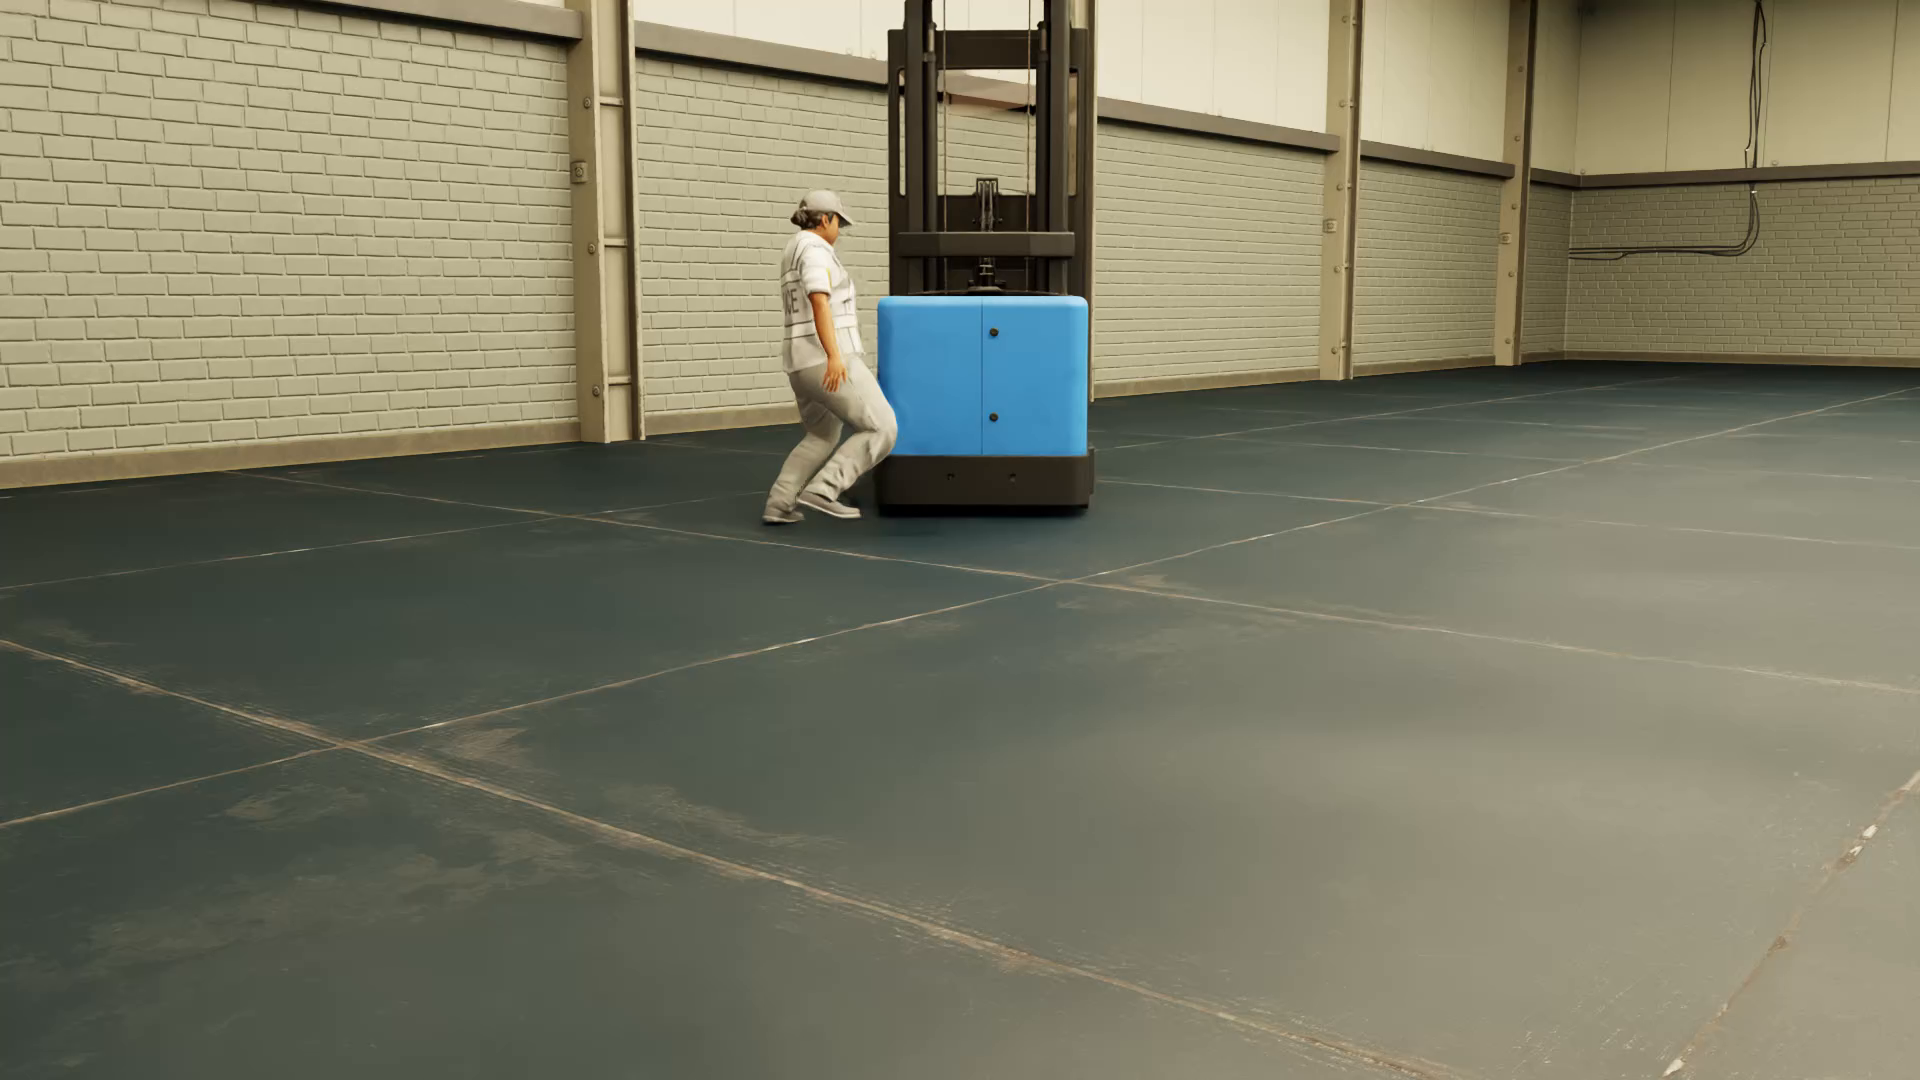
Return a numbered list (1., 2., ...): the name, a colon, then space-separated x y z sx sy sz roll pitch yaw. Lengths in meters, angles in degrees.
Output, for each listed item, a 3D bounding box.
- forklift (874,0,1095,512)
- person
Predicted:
1. forklift: 0.162 -1.767 9.360 1.130 2.935 3.031 0 8 2
2. person: -0.617 -0.820 7.678 0.541 1.575 0.850 -2 9 -16
